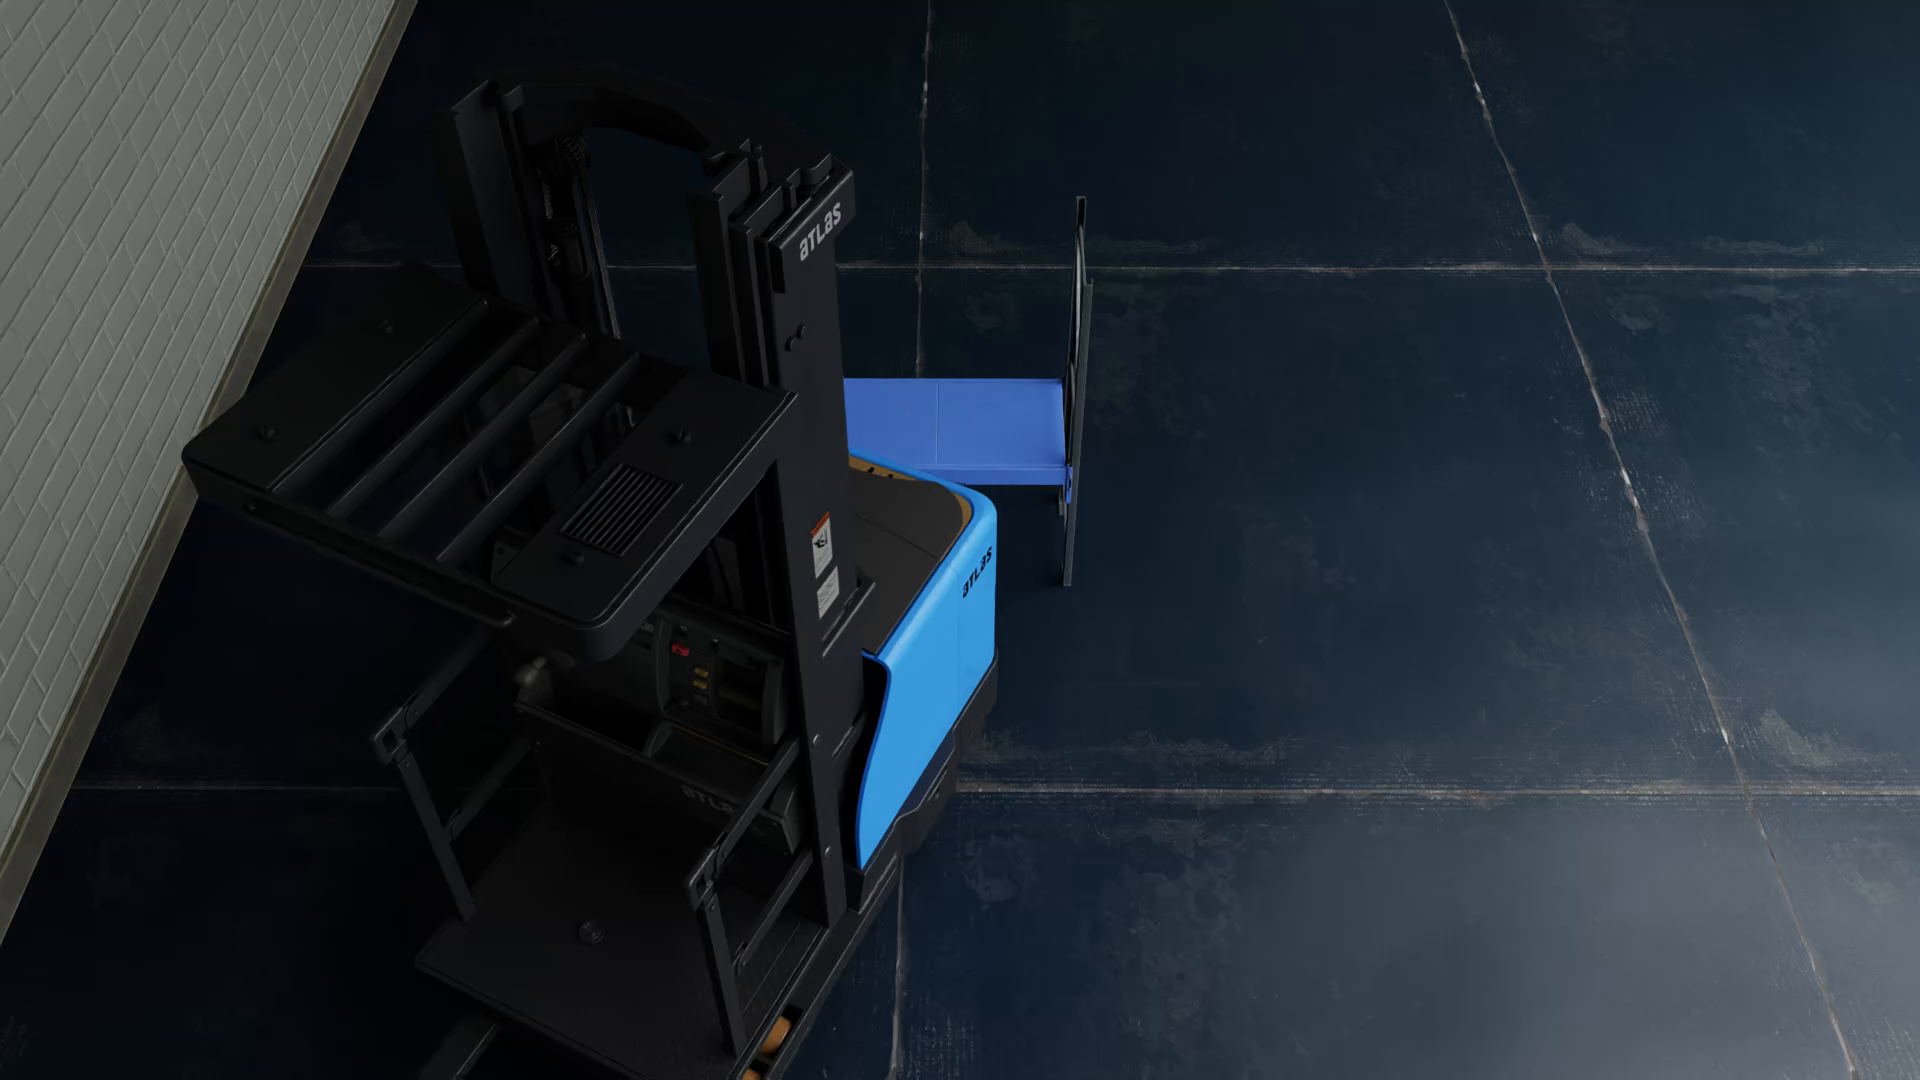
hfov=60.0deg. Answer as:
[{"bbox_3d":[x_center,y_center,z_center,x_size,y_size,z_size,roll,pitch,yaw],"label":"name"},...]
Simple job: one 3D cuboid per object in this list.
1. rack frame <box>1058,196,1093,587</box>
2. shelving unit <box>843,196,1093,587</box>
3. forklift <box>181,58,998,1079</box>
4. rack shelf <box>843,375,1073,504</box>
[{"bbox_3d":[0.423,-0.510,6.200,0.032,1.500,0.500,0,47,0],"label":"rack frame"},{"bbox_3d":[-0.085,-0.511,6.201,1.048,1.500,0.538,0,47,0],"label":"shelving unit"},{"bbox_3d":[-0.976,0.401,4.374,1.130,2.935,3.031,20,50,18],"label":"forklift"},{"bbox_3d":[-0.085,-0.389,6.333,1.000,0.185,0.538,0,47,0],"label":"rack shelf"}]
